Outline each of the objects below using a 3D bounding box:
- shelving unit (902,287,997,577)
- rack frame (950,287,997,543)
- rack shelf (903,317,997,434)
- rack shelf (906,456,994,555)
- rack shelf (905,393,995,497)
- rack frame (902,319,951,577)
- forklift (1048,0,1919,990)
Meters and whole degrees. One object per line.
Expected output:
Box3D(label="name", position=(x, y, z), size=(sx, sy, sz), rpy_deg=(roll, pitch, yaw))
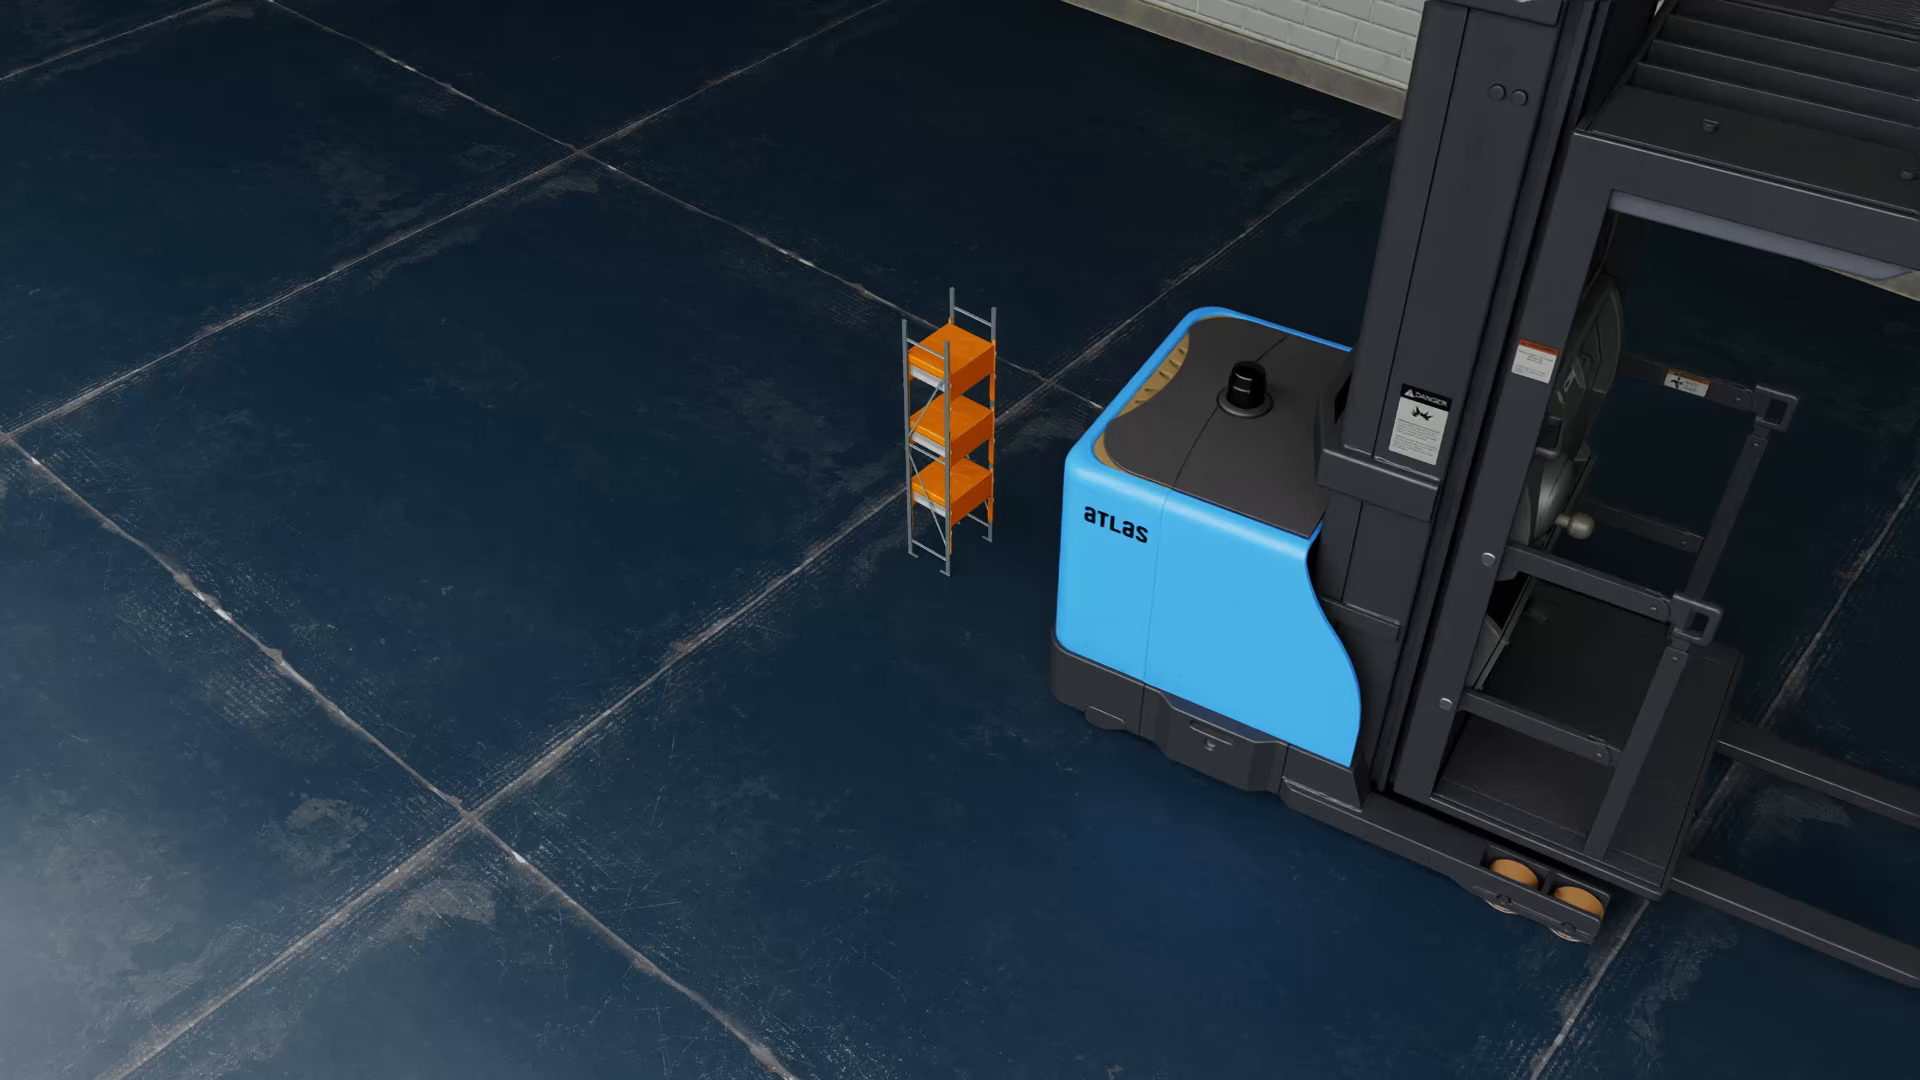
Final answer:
Box3D(label="shelving unit", position=(-0.034, -0.361, 5.867), size=(0.215, 1.050, 0.252), rpy_deg=(29, 50, 28))
Box3D(label="rack frame", position=(0.044, -0.424, 5.936), size=(0.200, 1.050, 0.008), rpy_deg=(29, 50, 28))
Box3D(label="rack shelf", position=(-0.034, -0.563, 5.683), size=(0.215, 0.259, 0.240), rpy_deg=(29, 50, 28))
Box3D(label="rack shelf", position=(-0.034, -0.147, 6.061), size=(0.215, 0.259, 0.240), rpy_deg=(29, 50, 28))
Box3D(label="rack shelf", position=(-0.034, -0.353, 5.874), size=(0.215, 0.259, 0.240), rpy_deg=(29, 50, 28))
Box3D(label="rack frame", position=(-0.113, -0.298, 5.797), size=(0.200, 1.050, 0.008), rpy_deg=(29, 50, 28))
Box3D(label="forklift", position=(1.829, -0.306, 4.408), size=(3.031, 2.935, 1.130), rpy_deg=(22, 47, 22))
